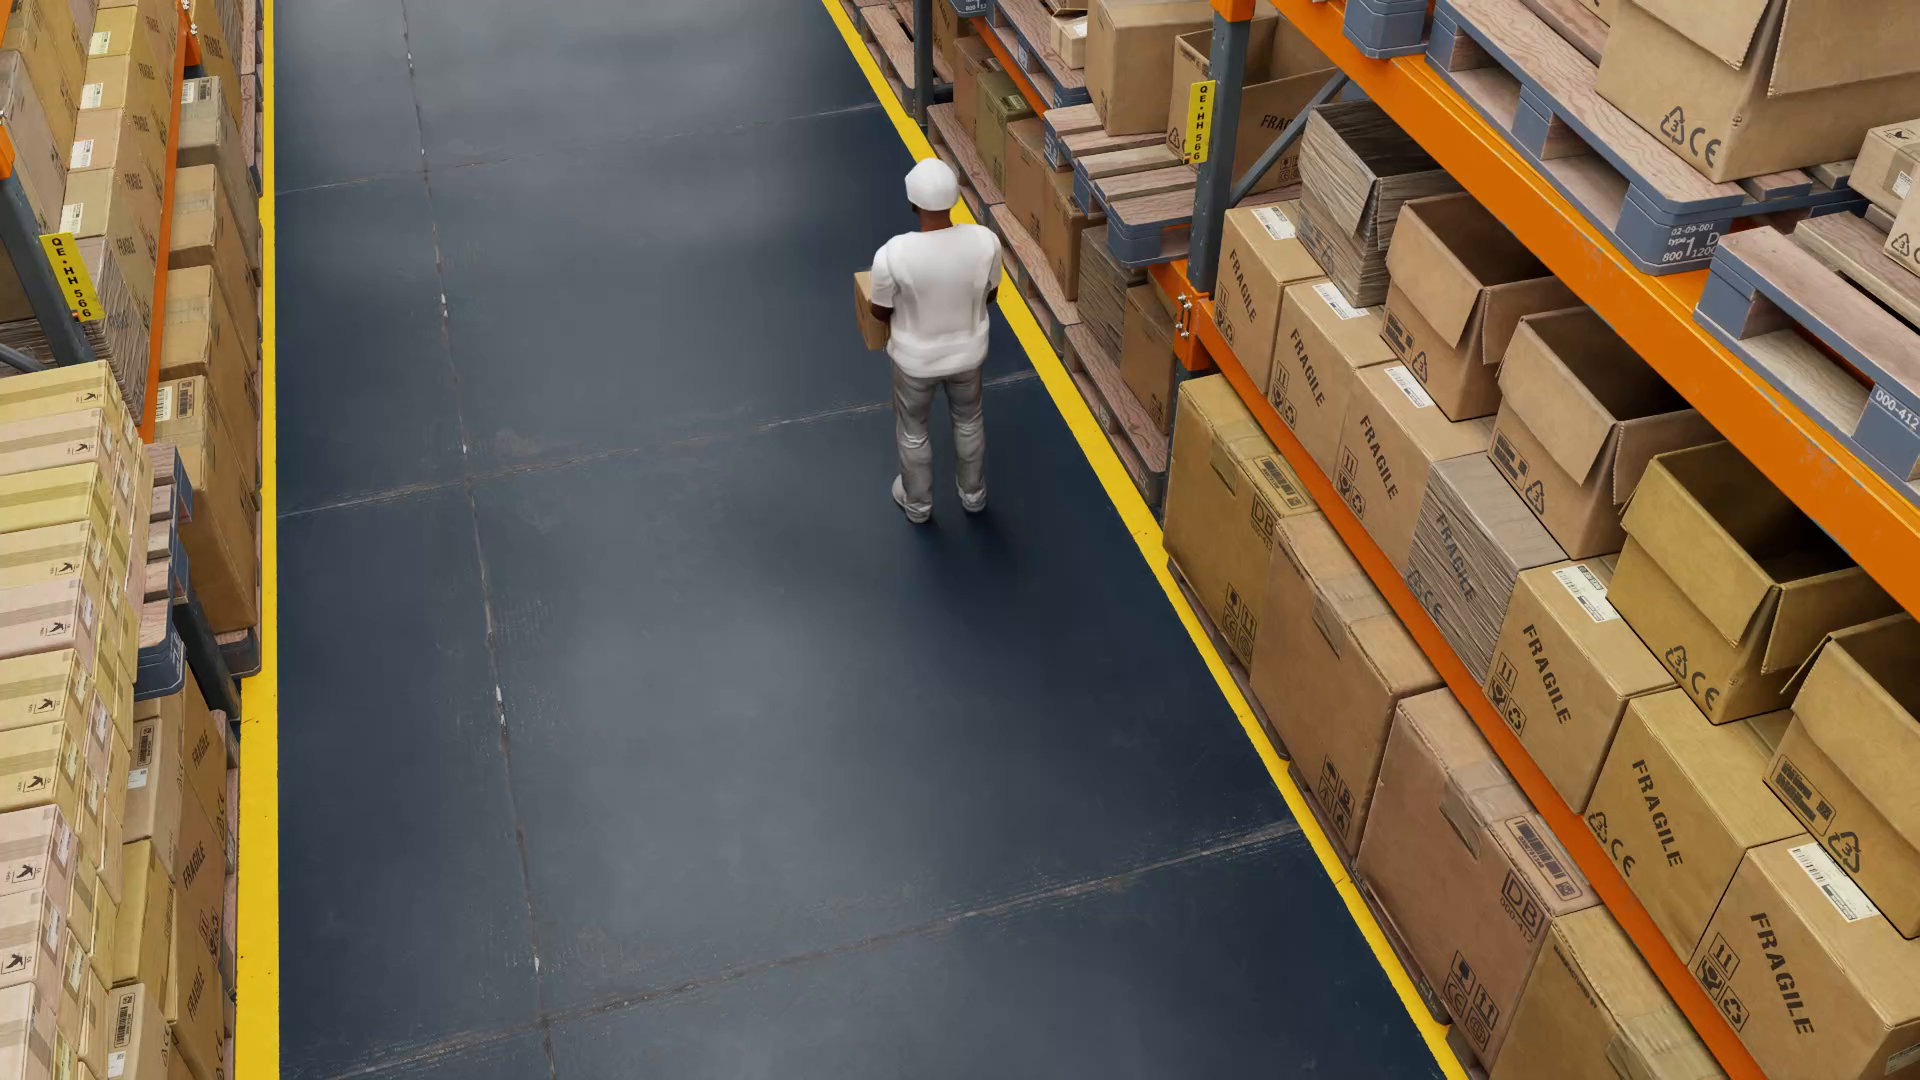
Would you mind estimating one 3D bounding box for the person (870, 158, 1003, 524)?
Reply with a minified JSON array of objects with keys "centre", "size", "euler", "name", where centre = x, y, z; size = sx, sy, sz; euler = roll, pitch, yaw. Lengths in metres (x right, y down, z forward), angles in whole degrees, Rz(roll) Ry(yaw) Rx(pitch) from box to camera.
[{"centre":[-0.115,-0.853,7.088],"size":[0.558,1.769,0.520],"euler":[-10,43,-11],"name":"person"}]
